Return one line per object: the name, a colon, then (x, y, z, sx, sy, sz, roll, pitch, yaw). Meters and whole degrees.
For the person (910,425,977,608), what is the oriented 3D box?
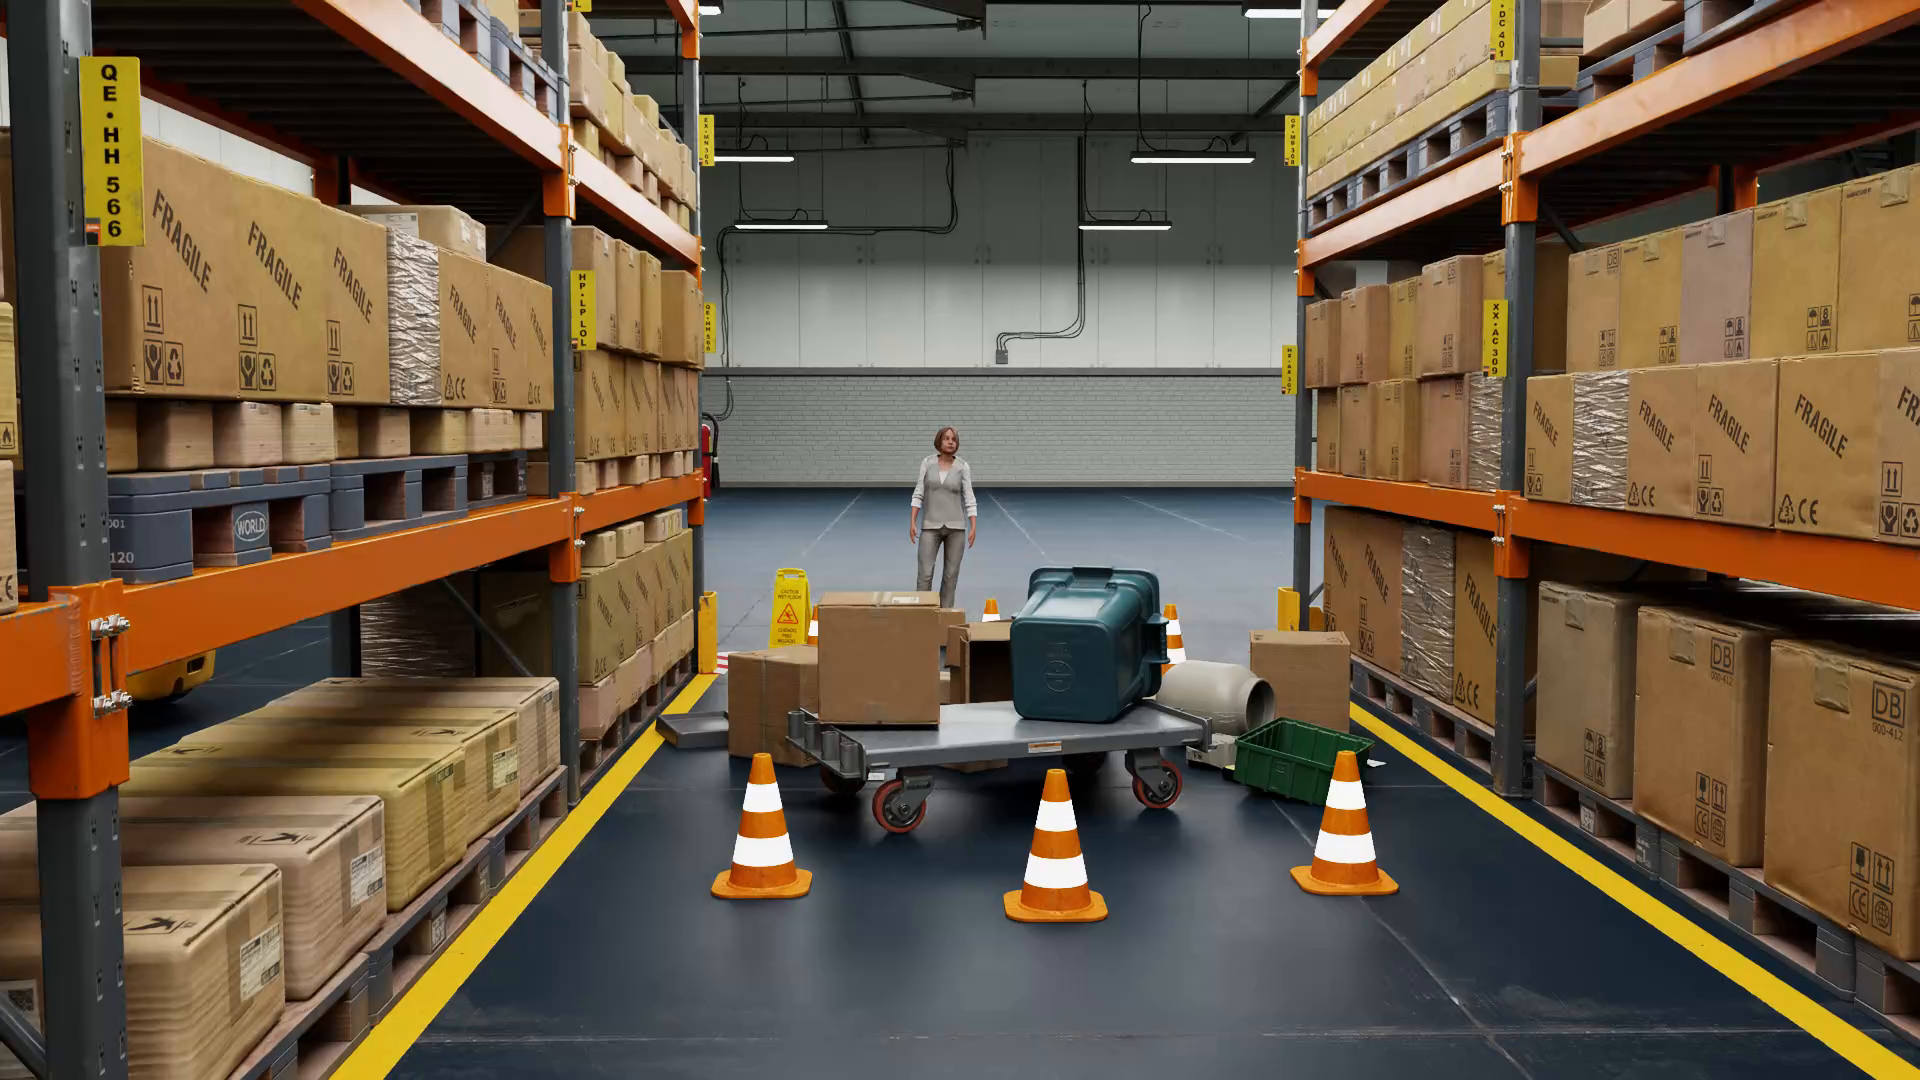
person: (-0.133, -0.054, 12.369, 0.520, 1.597, 0.475, 0, 4, -1)
